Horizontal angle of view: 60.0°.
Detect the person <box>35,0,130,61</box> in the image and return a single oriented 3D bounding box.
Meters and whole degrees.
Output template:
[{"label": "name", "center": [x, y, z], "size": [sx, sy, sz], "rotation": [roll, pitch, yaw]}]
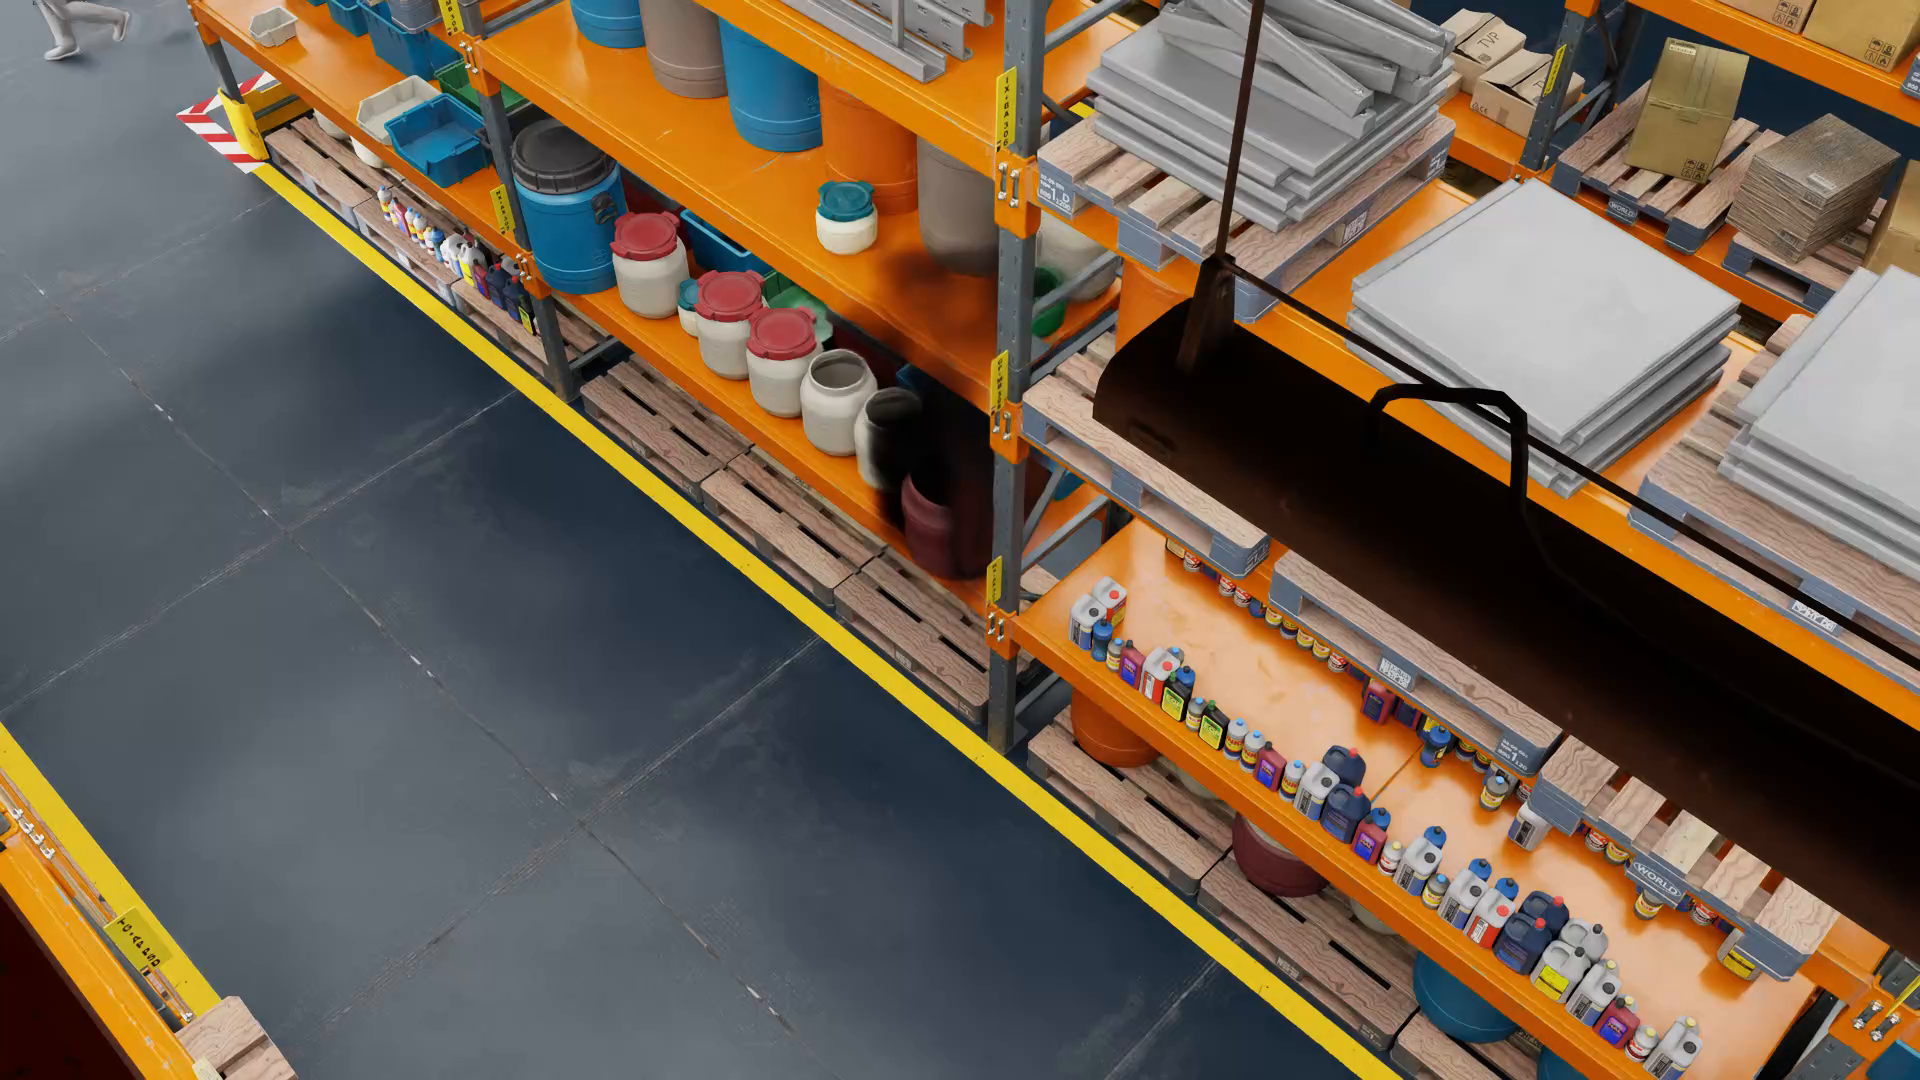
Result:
[{"label": "person", "center": [-7.147, -4.536, 13.091], "size": [0.798, 1.700, 0.594], "rotation": [-6, 50, -5]}]
